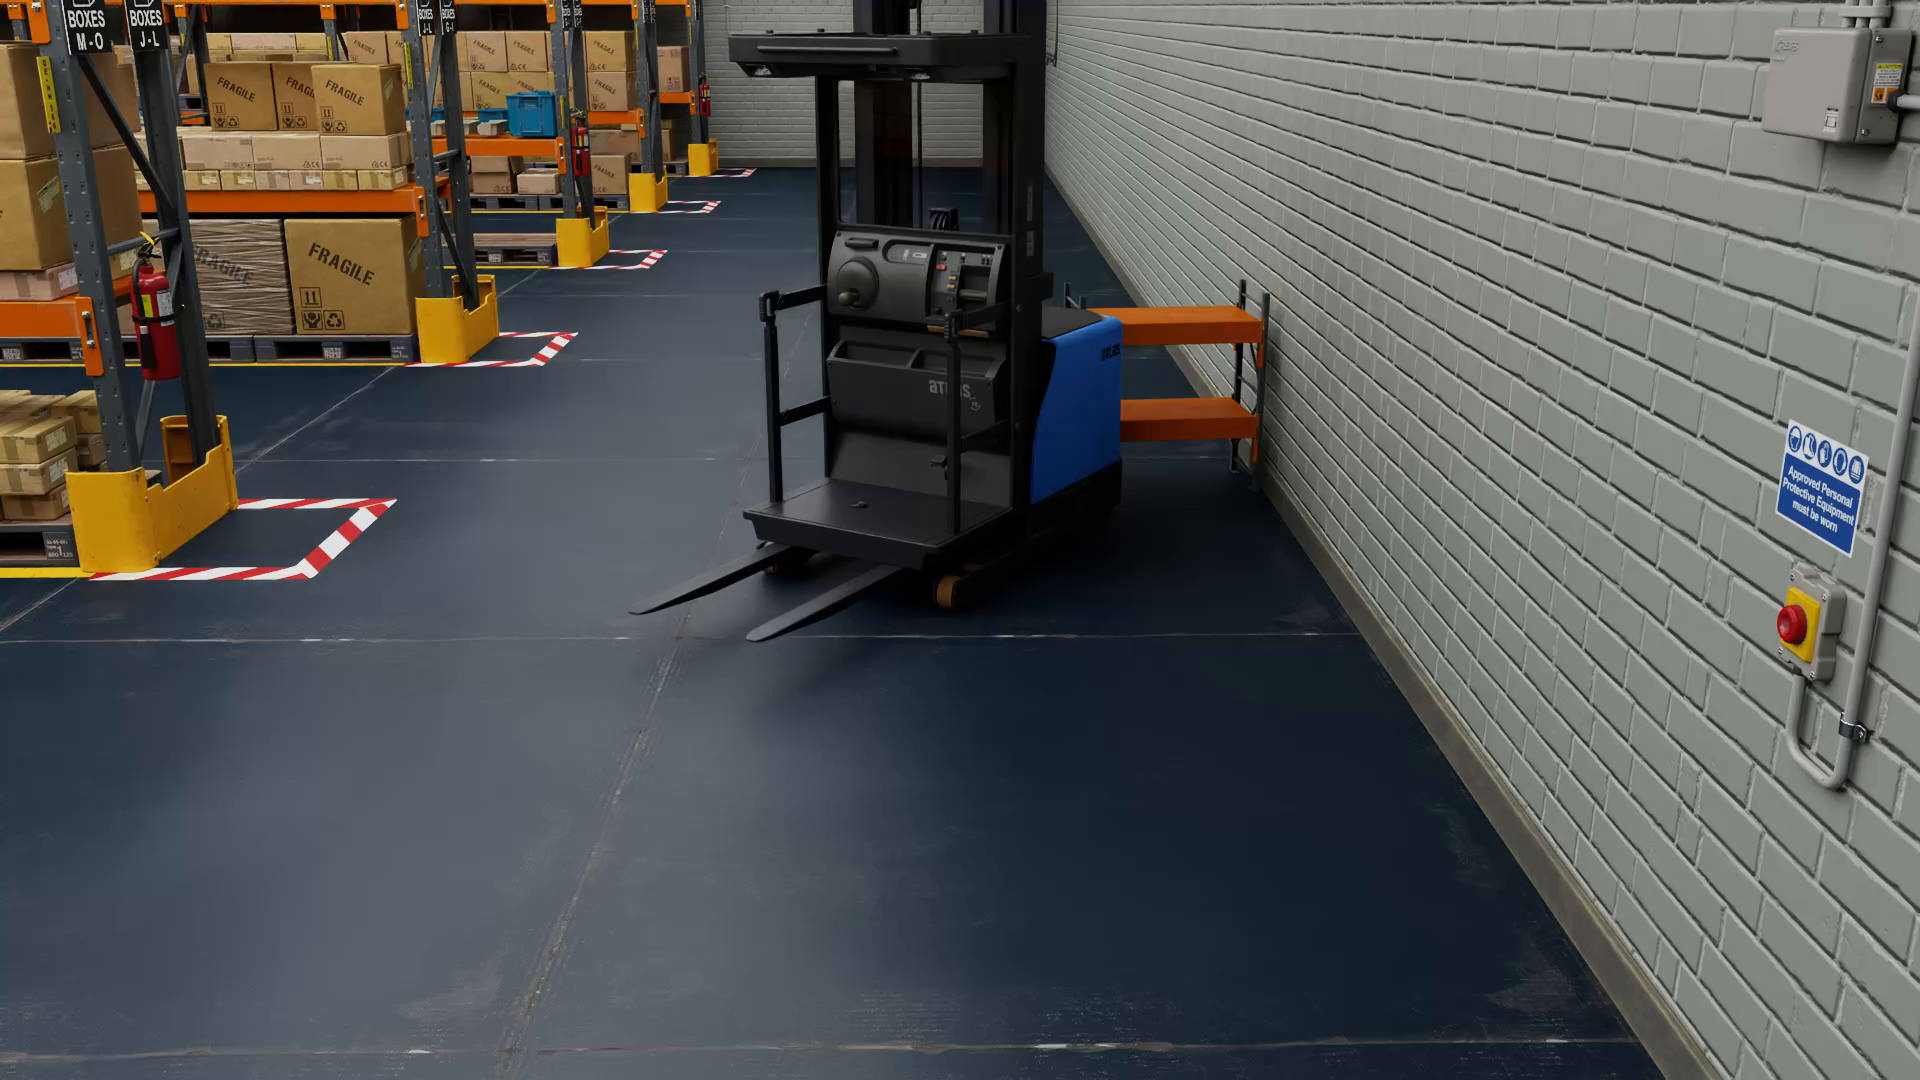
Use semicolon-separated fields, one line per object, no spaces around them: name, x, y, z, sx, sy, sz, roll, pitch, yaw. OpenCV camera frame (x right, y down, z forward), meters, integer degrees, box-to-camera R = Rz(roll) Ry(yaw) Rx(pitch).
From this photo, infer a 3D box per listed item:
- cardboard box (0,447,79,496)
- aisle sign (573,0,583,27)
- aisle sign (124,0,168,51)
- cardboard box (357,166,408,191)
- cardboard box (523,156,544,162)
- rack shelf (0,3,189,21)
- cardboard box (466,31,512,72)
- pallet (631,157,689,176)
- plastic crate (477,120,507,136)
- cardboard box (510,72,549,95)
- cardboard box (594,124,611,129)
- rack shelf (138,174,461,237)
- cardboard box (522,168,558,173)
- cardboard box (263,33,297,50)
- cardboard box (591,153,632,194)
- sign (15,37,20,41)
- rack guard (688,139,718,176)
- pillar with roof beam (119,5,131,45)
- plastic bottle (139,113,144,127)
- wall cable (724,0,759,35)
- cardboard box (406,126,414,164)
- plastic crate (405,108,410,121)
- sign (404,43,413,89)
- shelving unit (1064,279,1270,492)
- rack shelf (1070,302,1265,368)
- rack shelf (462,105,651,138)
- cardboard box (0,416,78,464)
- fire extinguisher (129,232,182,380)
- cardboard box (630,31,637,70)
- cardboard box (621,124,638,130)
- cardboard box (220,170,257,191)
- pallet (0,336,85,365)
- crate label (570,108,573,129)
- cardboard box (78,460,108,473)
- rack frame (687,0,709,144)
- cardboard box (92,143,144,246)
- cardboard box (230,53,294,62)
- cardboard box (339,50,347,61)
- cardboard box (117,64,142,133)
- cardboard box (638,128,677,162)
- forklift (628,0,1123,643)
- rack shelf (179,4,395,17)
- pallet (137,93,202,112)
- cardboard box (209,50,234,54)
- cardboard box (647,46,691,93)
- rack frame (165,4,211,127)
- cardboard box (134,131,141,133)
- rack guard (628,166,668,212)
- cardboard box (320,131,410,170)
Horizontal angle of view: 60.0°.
cardboard box;-4.565;-0.343;8.197;0.250;0.149;0.380;-1;18;-2
aisle sign;-4.030;-5.805;17.477;0.004;0.787;0.394;0;18;-1
aisle sign;-3.973;-2.778;8.041;0.004;0.787;0.394;0;18;-1
cardboard box;-4.370;-2.742;12.594;0.250;0.149;0.380;0;18;0
cardboard box;-7.001;-6.466;27.199;0.500;0.500;0.700;0;18;-1
rack shelf;-10.096;-5.533;17.152;4.000;0.370;1.077;0;18;-1
cardboard box;-6.149;-6.418;21.842;0.500;0.500;0.500;0;18;1
pallet;-5.051;-6.146;27.362;1.213;0.211;1.003;0;18;-1
plastic crate;-4.909;-4.320;17.437;0.243;0.136;0.396;0;18;-1
cardboard box;-5.632;-5.947;22.012;0.500;0.500;0.500;0;18;0
cardboard box;-5.841;-6.843;27.312;0.250;0.149;0.380;0;18;0
rack shelf;-6.018;-2.611;12.955;4.000;0.370;1.077;0;18;-1
cardboard box;-5.719;-4.968;22.906;0.500;0.250;0.500;0;18;-1
cardboard box;-10.757;-7.949;26.506;0.500;0.250;0.500;0;18;0
cardboard box;-4.711;-4.930;22.379;0.500;0.500;0.500;0;18;-1
sign;-12.158;-6.332;21.481;0.005;0.325;0.100;0;18;-1
rack guard;-4.229;-6.312;27.405;0.348;0.500;1.175;0;18;-1
pillar with roof beam;-13.498;-9.263;22.692;0.400;9.000;9.100;0;18;-1
plastic bottle;-8.485;-4.297;17.236;0.135;0.276;0.152;0;18;-1
wall cable;-2.988;-8.281;27.788;1.851;1.984;0.084;0;18;-1
cardboard box;-4.503;-3.114;13.102;0.500;0.250;0.500;-1;18;-2
plastic crate;-5.965;-4.517;17.892;0.300;0.233;0.416;0;18;-1
sign;-4.024;-3.462;12.145;0.005;0.325;0.100;0;18;-1
shelving unit;1.138;-0.862;9.392;1.048;1.125;0.538;-2;18;-7
rack shelf;1.138;-1.140;9.302;1.000;0.278;0.538;-2;18;-7
rack shelf;-6.171;-5.637;22.387;4.000;0.370;1.077;0;18;-1
cardboard box;-4.567;-0.494;8.182;0.250;0.149;0.380;0;18;0
fire extinguisher;-3.782;-1.094;7.784;0.183;0.674;0.296;0;18;-1
cardboard box;-4.619;-6.591;22.383;0.500;0.500;0.500;0;18;1
cardboard box;-5.333;-6.729;26.956;0.250;0.149;0.380;0;18;1
cardboard box;-5.391;-2.736;12.578;0.250;0.149;0.380;-1;18;-2
pallet;-7.257;-1.596;13.178;1.213;0.211;1.003;0;18;-1
crate label;-4.349;-4.524;17.917;0.303;0.233;0.416;0;18;-1
cardboard box;-4.570;-0.386;8.819;0.250;0.149;0.380;0;18;0
rack frame;-4.253;-7.502;27.023;0.127;3.000;1.000;0;18;-1
cardboard box;-4.495;-1.720;8.347;0.500;0.500;0.500;1;18;2
cardboard box;-9.335;-6.261;22.302;0.500;0.500;0.700;3;18;8
cardboard box;-9.723;-7.597;26.636;0.500;0.500;0.500;0;18;-1
cardboard box;-6.523;-3.300;12.454;0.500;0.500;0.500;-1;18;-3
cardboard box;-4.952;-6.478;27.235;0.500;0.500;0.700;0;18;-1
forklift;-0.318;-1.232;7.590;1.130;2.935;3.031;10;20;29
rack shelf;-10.252;-8.559;26.584;4.000;0.370;1.077;0;18;-1
pallet;-10.226;-5.870;22.249;1.213;0.211;1.003;0;18;-1
cardboard box;-11.763;-7.586;26.603;0.500;0.500;0.500;0;18;1
cardboard box;-4.763;-7.639;26.960;0.700;0.700;0.980;1;18;2
rack frame;-8.096;-4.457;17.530;0.127;3.000;1.000;0;18;-1
cardboard box;-6.529;-2.942;12.566;0.500;0.250;0.500;0;18;1
rack guard;-4.247;-4.798;22.687;0.348;0.500;1.175;0;18;-1
cardboard box;-4.499;-2.950;12.592;0.500;0.250;0.500;-1;18;-2
